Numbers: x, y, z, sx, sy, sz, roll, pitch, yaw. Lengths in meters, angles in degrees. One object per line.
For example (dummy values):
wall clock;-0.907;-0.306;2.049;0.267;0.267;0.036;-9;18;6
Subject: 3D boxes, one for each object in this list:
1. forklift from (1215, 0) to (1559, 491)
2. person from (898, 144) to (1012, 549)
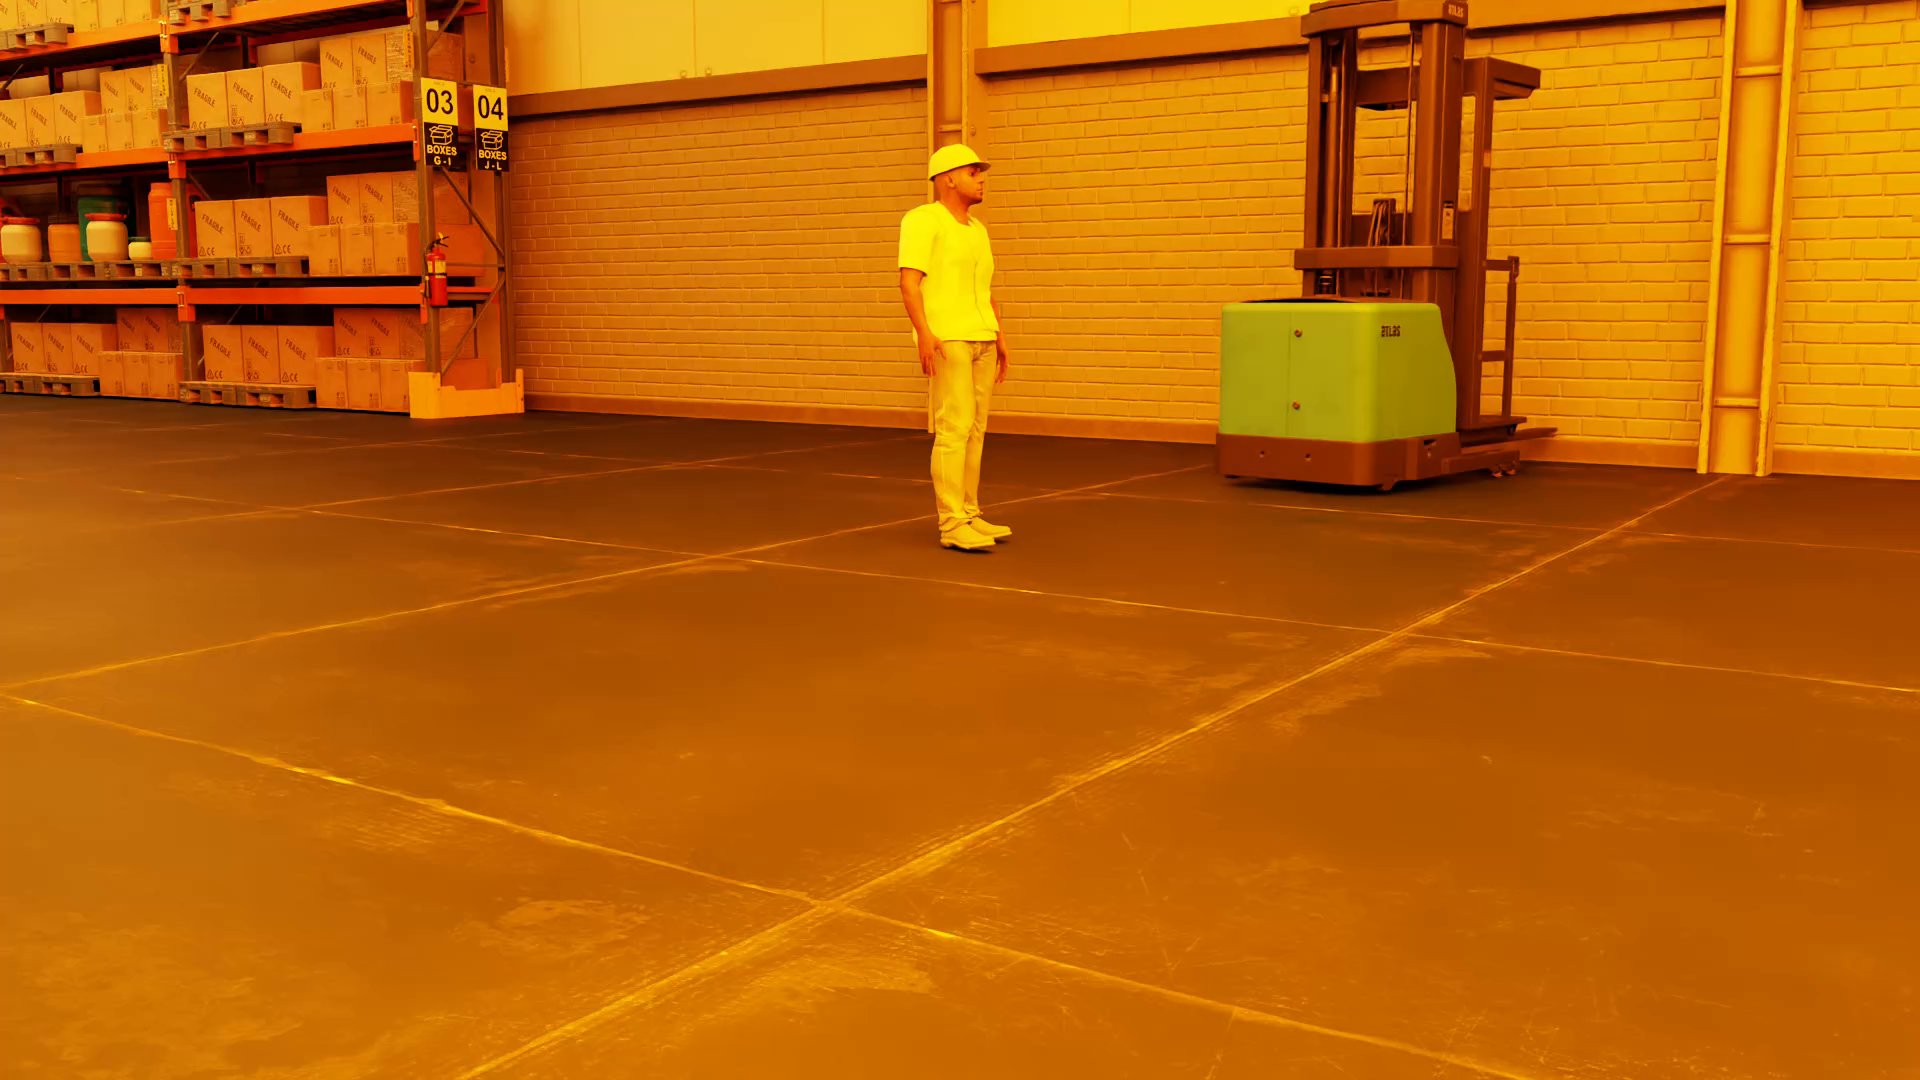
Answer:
forklift;2.884;-1.880;10.415;1.130;2.935;3.031;7;11;42
person;0.055;-0.876;7.435;0.575;1.768;0.665;5;10;34
